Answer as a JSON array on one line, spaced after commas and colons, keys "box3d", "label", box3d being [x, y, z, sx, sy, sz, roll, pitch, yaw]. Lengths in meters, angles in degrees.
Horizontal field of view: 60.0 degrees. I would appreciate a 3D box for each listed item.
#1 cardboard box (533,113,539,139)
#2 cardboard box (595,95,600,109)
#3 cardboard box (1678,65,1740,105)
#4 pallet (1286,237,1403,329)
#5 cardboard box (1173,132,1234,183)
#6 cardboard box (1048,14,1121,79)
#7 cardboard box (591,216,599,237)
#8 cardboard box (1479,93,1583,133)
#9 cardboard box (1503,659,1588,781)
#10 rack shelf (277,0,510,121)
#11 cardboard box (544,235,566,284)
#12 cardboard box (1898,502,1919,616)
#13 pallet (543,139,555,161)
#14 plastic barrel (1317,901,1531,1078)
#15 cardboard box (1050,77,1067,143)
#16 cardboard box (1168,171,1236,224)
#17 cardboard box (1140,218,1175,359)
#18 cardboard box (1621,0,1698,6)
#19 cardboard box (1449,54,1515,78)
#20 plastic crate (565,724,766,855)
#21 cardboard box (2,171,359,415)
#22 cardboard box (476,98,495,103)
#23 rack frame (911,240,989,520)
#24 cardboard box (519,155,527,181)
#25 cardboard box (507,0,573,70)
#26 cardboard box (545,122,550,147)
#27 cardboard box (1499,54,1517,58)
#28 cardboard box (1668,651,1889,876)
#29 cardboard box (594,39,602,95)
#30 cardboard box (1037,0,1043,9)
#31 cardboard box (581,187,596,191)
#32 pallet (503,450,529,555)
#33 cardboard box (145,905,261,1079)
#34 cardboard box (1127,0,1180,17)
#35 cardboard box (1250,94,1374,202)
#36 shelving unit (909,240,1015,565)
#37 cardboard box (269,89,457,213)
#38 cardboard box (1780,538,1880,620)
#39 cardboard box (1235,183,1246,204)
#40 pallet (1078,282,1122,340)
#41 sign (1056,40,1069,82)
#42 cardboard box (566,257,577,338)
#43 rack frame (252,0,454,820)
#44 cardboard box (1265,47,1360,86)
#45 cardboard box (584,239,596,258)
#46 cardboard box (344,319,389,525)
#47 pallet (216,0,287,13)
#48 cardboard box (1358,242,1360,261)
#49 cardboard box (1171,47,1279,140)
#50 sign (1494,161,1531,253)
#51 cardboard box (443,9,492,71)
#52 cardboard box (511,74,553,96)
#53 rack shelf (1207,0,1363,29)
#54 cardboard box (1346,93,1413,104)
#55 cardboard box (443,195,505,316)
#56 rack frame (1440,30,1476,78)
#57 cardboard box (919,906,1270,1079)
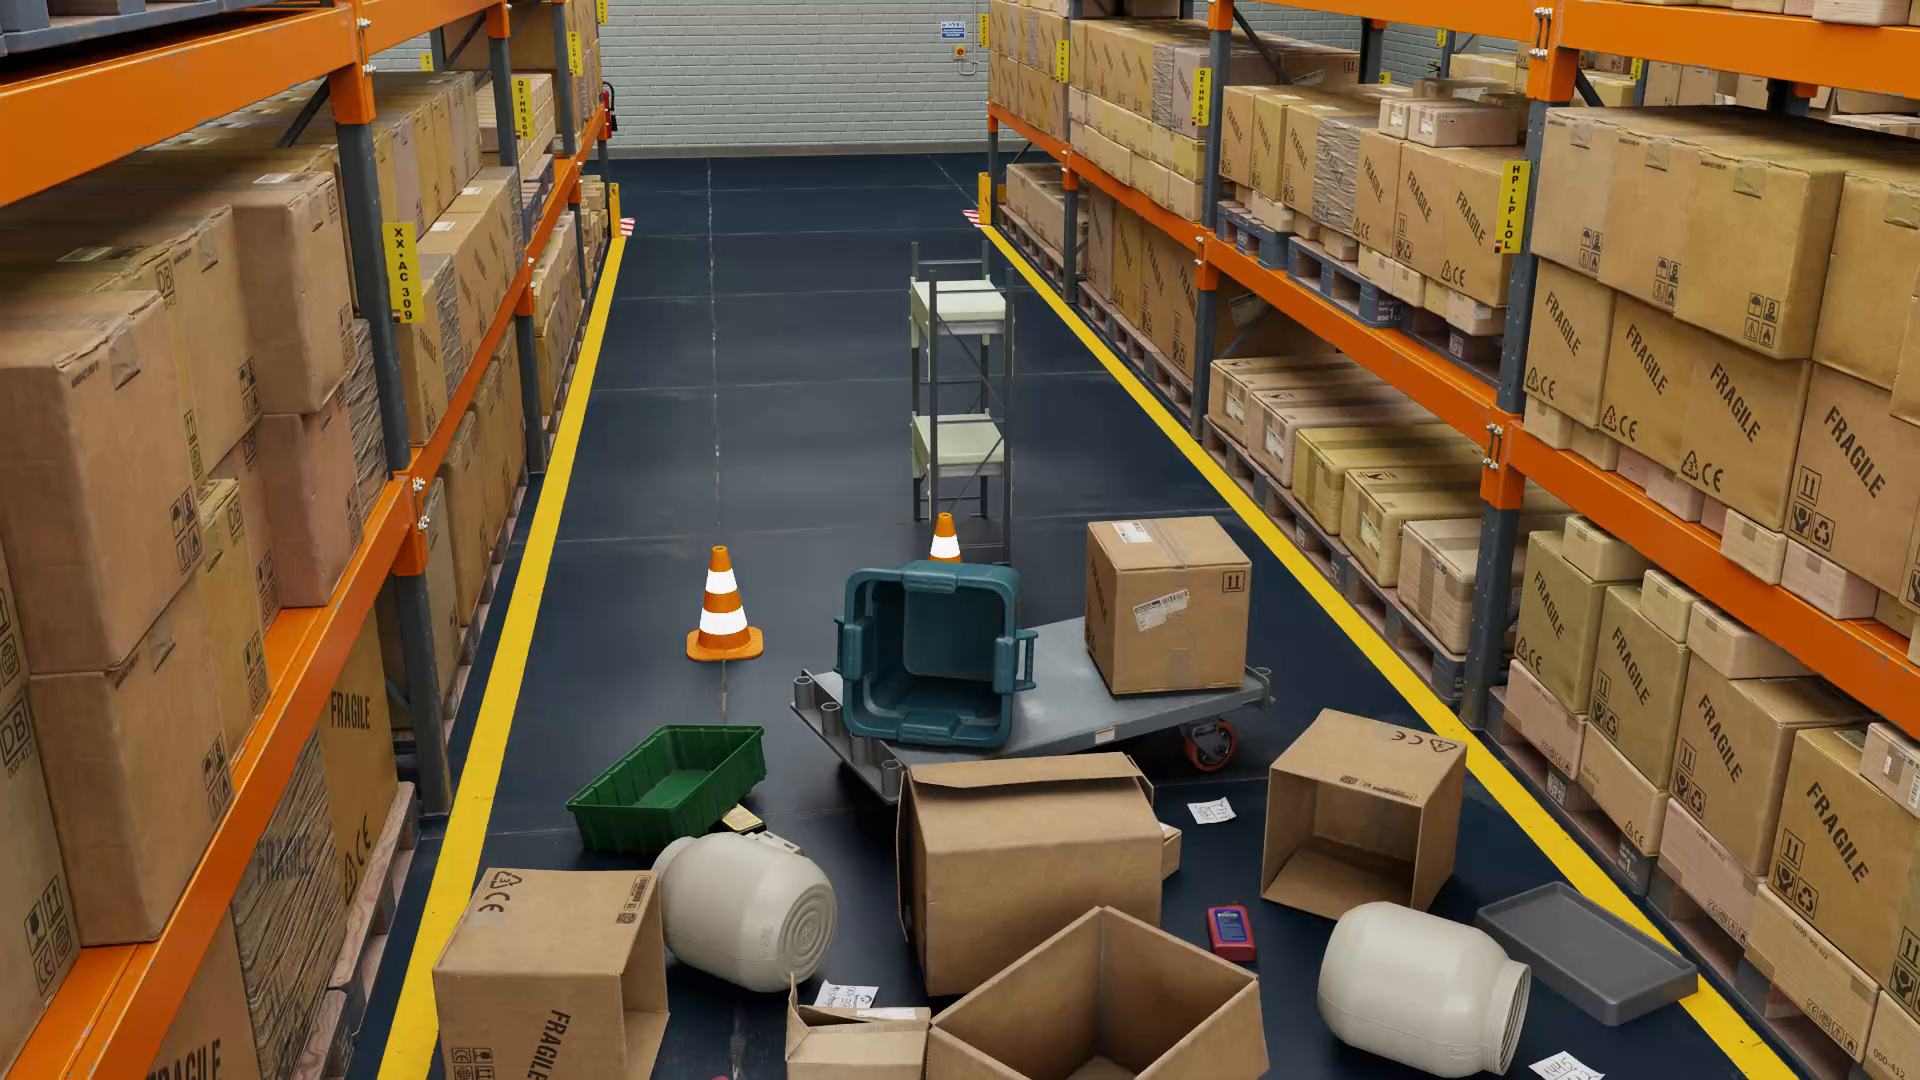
[{"box3d": [-3.061, -2.798, 11.256, 0.380, 0.149, 0.250, -3, 21, -8], "label": "cardboard box"}, {"box3d": [-3.758, -4.333, 16.389, 0.380, 0.149, 0.250, -3, 21, -8], "label": "cardboard box"}, {"box3d": [6.211, -3.586, 13.287, 0.700, 0.500, 0.500, -3, 21, -7], "label": "cardboard box"}, {"box3d": [2.279, -1.291, 8.159, 1.003, 0.211, 1.213, -3, 21, -8], "label": "pallet"}, {"box3d": [1.632, -2.383, 10.308, 0.500, 0.250, 0.500, -3, 21, -8], "label": "cardboard box"}, {"box3d": [1.035, -4.113, 13.871, 0.500, 0.500, 0.500, -3, 21, -8], "label": "cardboard box"}, {"box3d": [-3.476, -2.839, 15.080, 0.380, 0.149, 0.250, -3, 21, -7], "label": "cardboard box"}, {"box3d": [2.553, -1.917, 7.467, 0.380, 0.149, 0.250, -2, 21, -5], "label": "cardboard box"}, {"box3d": [2.347, 0.630, 6.071, 0.500, 0.250, 0.500, -4, 21, -10], "label": "cardboard box"}, {"box3d": [-2.643, -2.155, 6.940, 1.077, 0.370, 4.000, -3, 21, -8], "label": "rack shelf"}, {"box3d": [-2.999, -1.935, 11.511, 0.500, 0.250, 0.500, -4, 21, -10], "label": "cardboard box"}, {"box3d": [2.619, -0.001, 3.864, 0.500, 0.500, 0.500, -3, 21, -8], "label": "cardboard box"}, {"box3d": [-3.541, -2.802, 12.206, 1.003, 0.211, 1.213, -3, 21, -8], "label": "pallet"}, {"box3d": [1.310, 1.274, 4.700, 0.512, 0.421, 0.421, 12, 24, 30], "label": "plastic barrel"}, {"box3d": [1.056, -3.643, 14.041, 0.500, 0.500, 0.500, -3, 21, -7], "label": "cardboard box"}, {"box3d": [1.623, -2.156, 10.415, 0.500, 0.250, 0.500, -4, 21, -10], "label": "cardboard box"}, {"box3d": [1.811, -1.818, 11.732, 0.875, 0.875, 0.875, -3, 21, -7], "label": "cardboard box"}, {"box3d": [2.312, -1.753, 5.193, 0.380, 0.149, 0.250, -3, 21, -8], "label": "cardboard box"}, {"box3d": [5.510, -4.984, 17.562, 0.500, 0.250, 0.500, -3, 21, -7], "label": "cardboard box"}, {"box3d": [-1.033, 0.890, 5.982, 0.450, 0.188, 0.662, -2, 18, 24], "label": "plastic crate"}, {"box3d": [-2.141, -0.656, 4.429, 0.875, 0.550, 0.550, -3, 21, -8], "label": "cardboard box"}, {"box3d": [-2.997, -2.762, 10.732, 0.380, 0.149, 0.250, -2, 21, -6], "label": "cardboard box"}, {"box3d": [-0.052, -0.827, 8.787, 0.400, 1.500, 0.023, -3, 21, -8], "label": "rack frame"}, {"box3d": [-2.914, -2.303, 10.354, 0.380, 0.149, 0.250, -2, 21, -5], "label": "cardboard box"}, {"box3d": [-3.332, -3.987, 13.107, 0.500, 0.500, 0.500, -2, 21, -6], "label": "cardboard box"}, {"box3d": [-3.182, -2.939, 12.058, 0.380, 0.149, 0.250, -3, 21, -8], "label": "cardboard box"}, {"box3d": [6.040, -5.009, 17.628, 0.500, 0.250, 0.500, -2, 21, -6], "label": "cardboard box"}, {"box3d": [2.509, 0.643, 4.964, 0.500, 0.500, 0.500, -2, 21, -5], "label": "cardboard box"}, {"box3d": [-3.765, -4.593, 16.157, 0.500, 0.500, 0.500, -2, 21, -7], "label": "cardboard box"}, {"box3d": [0.895, -4.804, 14.793, 0.380, 0.149, 0.250, -3, 21, -9], "label": "cardboard box"}, {"box3d": [-3.640, -3.252, 15.761, 0.380, 0.149, 0.250, -4, 21, -10], "label": "cardboard box"}, {"box3d": [-2.892, -0.196, 8.940, 1.003, 0.211, 1.213, -3, 21, -8], "label": "pallet"}, {"box3d": [-2.070, 1.253, 3.510, 0.875, 0.875, 0.875, -3, 21, -9], "label": "cardboard box"}, {"box3d": [1.587, -4.390, 13.685, 0.380, 0.149, 0.250, -3, 21, -9], "label": "cardboard box"}, {"box3d": [1.871, -2.099, 8.881, 0.500, 0.500, 0.500, -2, 21, -5], "label": "cardboard box"}, {"box3d": [0.001, -0.700, 8.448, 0.431, 1.500, 0.755, -3, 21, -8], "label": "shelving unit"}, {"box3d": [-2.726, -1.786, 7.639, 0.700, 0.500, 0.500, -3, 21, -9], "label": "cardboard box"}, {"box3d": [2.497, 0.093, 4.539, 0.380, 0.149, 0.250, -3, 21, -8], "label": "cardboard box"}, {"box3d": [1.816, -2.021, 9.599, 0.380, 0.149, 0.250, -4, 21, -11], "label": "cardboard box"}, {"box3d": [1.562, -1.879, 13.446, 1.003, 0.211, 1.213, -3, 21, -8], "label": "pallet"}, {"box3d": [0.827, -3.863, 13.421, 0.100, 0.325, 0.005, -3, 21, -8], "label": "sign"}, {"box3d": [-3.078, -1.769, 12.137, 0.500, 0.500, 0.500, -3, 21, -9], "label": "cardboard box"}, {"box3d": [-2.354, -0.394, 5.485, 1.000, 3.000, 0.127, -3, 21, -8], "label": "rack frame"}, {"box3d": [2.124, -2.762, 10.253, 0.500, 0.500, 0.500, -4, 21, -10], "label": "cardboard box"}, {"box3d": [-3.469, -2.615, 14.904, 0.380, 0.149, 0.250, -3, 21, -9], "label": "cardboard box"}, {"box3d": [-2.289, -0.337, 5.118, 0.875, 0.550, 0.550, -3, 21, -8], "label": "cardboard box"}, {"box3d": [-2.247, -1.474, 4.216, 1.003, 0.211, 1.213, -3, 21, -8], "label": "pallet"}, {"box3d": [2.113, -1.373, 7.863, 0.380, 0.149, 0.250, -4, 21, -10], "label": "cardboard box"}, {"box3d": [1.619, -2.745, 10.206, 0.500, 0.500, 0.500, -3, 21, -9], "label": "cardboard box"}, {"box3d": [1.981, -1.192, 5.966, 0.100, 0.325, 0.005, -3, 21, -8], "label": "sign"}, {"box3d": [-3.843, -3.968, 13.056, 0.500, 0.500, 0.500, -4, 21, -10], "label": "cardboard box"}, {"box3d": [-3.257, -3.393, 12.421, 0.380, 0.149, 0.250, -2, 21, -5], "label": "cardboard box"}, {"box3d": [1.664, -3.825, 11.410, 1.077, 0.370, 4.000, -3, 21, -8], "label": "rack shelf"}, {"box3d": [2.379, -2.125, 8.950, 0.500, 0.500, 0.500, -3, 21, -9], "label": "cardboard box"}, {"box3d": [-2.458, -1.338, 7.868, 0.500, 0.500, 0.500, -3, 21, -9], "label": "cardboard box"}, {"box3d": [5.711, -5.085, 18.045, 1.000, 3.000, 0.127, -3, 21, -8], "label": "rack frame"}, {"box3d": [0.348, 1.395, 4.262, 0.637, 0.503, 0.797, 17, 27, 39], "label": "cardboard box"}]
